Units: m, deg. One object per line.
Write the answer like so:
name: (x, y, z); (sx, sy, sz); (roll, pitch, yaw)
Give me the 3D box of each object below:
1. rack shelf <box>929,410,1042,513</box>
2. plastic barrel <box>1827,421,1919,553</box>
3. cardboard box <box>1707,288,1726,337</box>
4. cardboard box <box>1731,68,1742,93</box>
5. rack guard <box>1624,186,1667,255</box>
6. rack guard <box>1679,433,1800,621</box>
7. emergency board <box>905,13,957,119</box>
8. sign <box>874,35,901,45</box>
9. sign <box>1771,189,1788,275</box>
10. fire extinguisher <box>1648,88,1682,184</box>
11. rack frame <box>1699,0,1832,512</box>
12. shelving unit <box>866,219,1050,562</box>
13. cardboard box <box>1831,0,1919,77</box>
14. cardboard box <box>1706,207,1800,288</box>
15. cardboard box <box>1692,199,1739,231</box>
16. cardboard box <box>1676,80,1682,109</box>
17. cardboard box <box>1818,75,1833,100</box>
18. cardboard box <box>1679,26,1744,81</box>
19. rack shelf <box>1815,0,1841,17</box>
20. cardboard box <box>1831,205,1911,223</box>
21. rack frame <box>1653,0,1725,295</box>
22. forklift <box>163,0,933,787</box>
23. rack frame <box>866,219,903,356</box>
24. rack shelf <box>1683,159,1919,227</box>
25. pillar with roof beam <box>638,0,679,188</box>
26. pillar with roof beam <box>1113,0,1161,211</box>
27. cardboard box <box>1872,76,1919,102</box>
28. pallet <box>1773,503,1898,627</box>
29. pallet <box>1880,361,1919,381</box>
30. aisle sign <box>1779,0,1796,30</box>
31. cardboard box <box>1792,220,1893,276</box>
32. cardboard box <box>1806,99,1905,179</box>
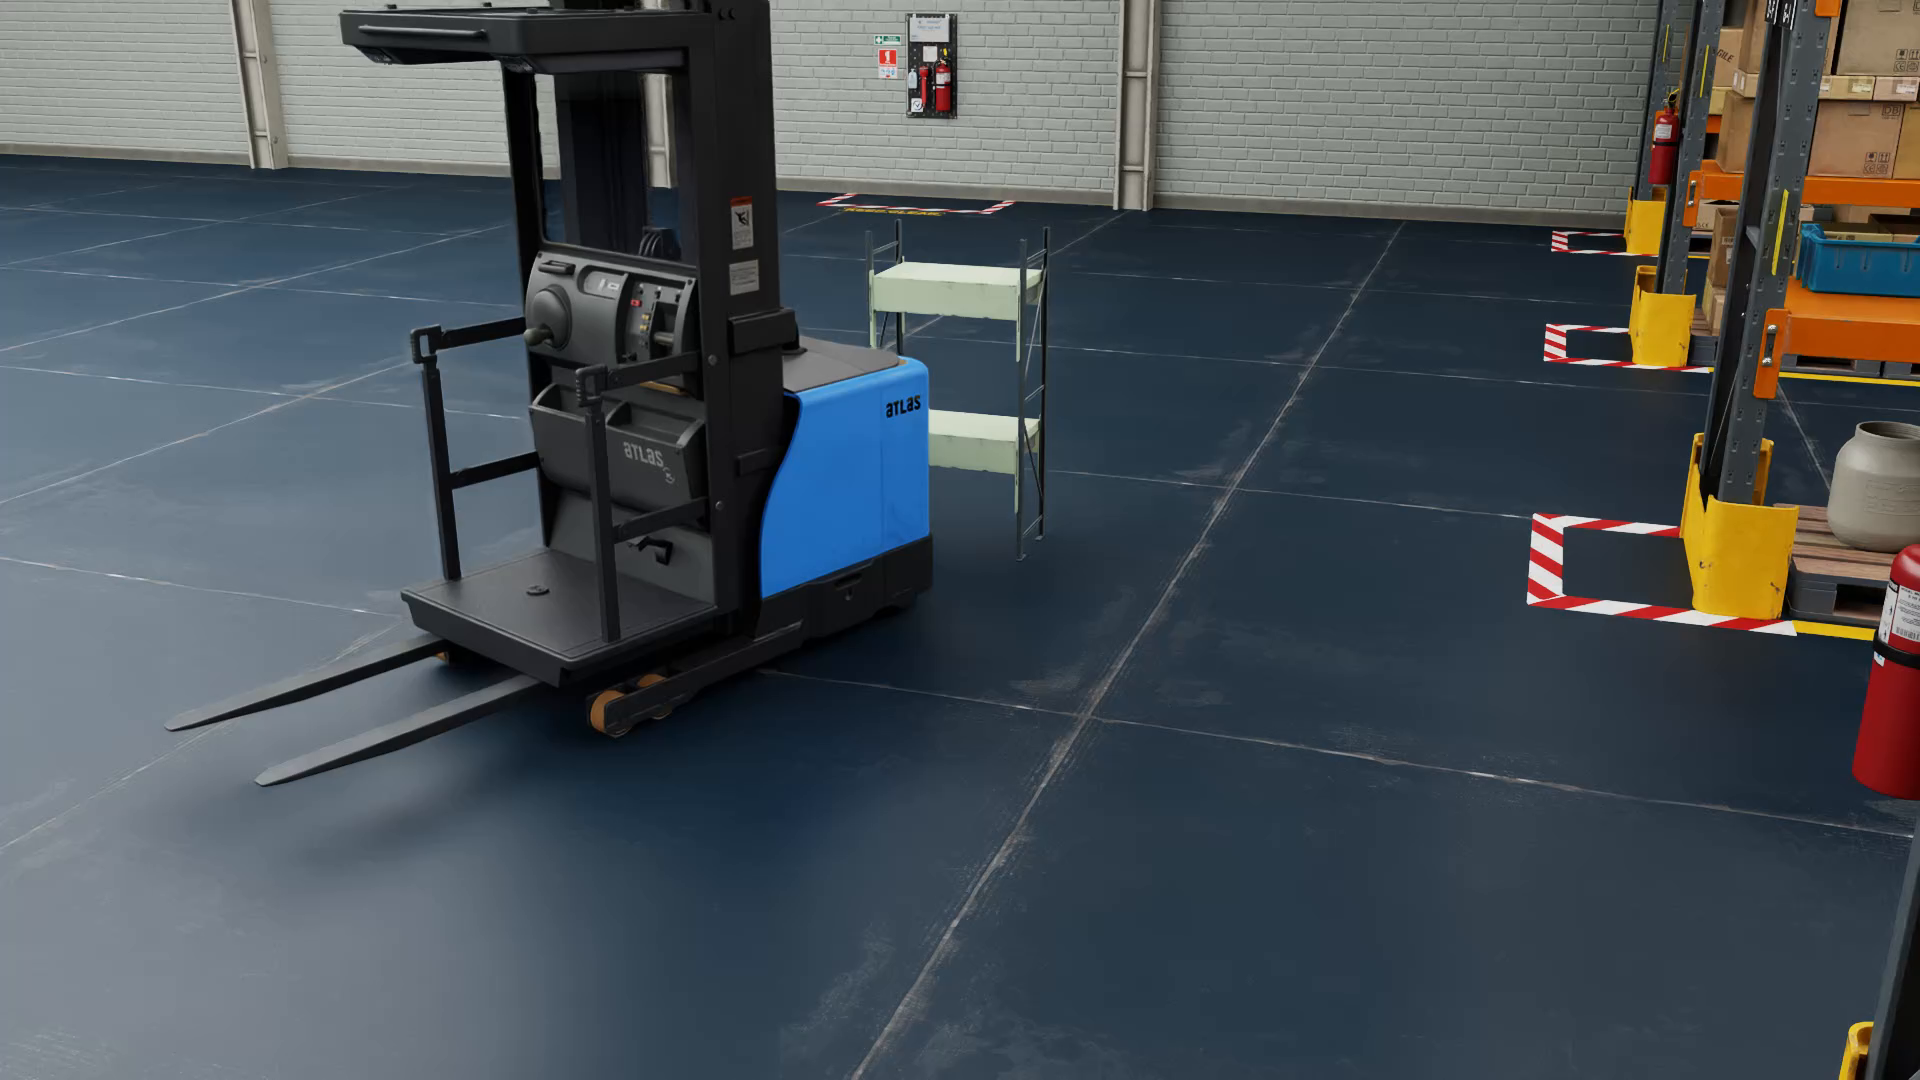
rack shelf: (-0.006, -0.401, 7.939); (0.720, 0.370, 0.431); (7, 20, 18)
plastic barrel: (4.085, -0.237, 7.340); (0.421, 0.512, 0.421); (0, 19, 0)
cardboard box: (5.501, -1.573, 11.571); (0.500, 0.250, 0.500); (7, 20, 18)
cardboard box: (5.491, -3.172, 11.481); (0.250, 0.149, 0.380); (6, 20, 17)
rack guard: (6.761, -3.152, 16.360); (0.348, 0.500, 1.175); (7, 20, 18)
rack guard: (3.525, -0.087, 7.565); (0.348, 0.500, 1.175); (7, 20, 18)
emergency board: (-0.355, -5.461, 19.186); (0.643, 1.169, 0.194); (7, 20, 18)
sign: (-0.842, -5.817, 19.347); (0.331, 0.109, 0.001); (7, 20, 18)
sign: (3.254, -1.221, 6.600); (0.005, 0.325, 0.100); (7, 20, 18)
fire extinguisher: (5.108, -2.921, 12.016); (0.183, 0.674, 0.296); (7, 20, 18)
rack frame: (3.438, -1.260, 7.135); (0.127, 3.000, 1.000); (7, 20, 18)
shelving unit: (-0.006, -0.709, 7.831); (0.755, 1.500, 0.431); (7, 20, 18)
cardboard box: (6.053, -3.345, 10.992); (0.500, 0.500, 0.700); (6, 20, 17)
cardboard box: (5.672, -2.089, 11.911); (0.500, 0.500, 0.500); (7, 20, 18)
cardboard box: (7.313, -3.176, 16.047); (0.500, 0.311, 0.500); (4, 20, 12)
cardboard box: (7.195, -4.289, 16.021); (0.500, 0.250, 0.500); (7, 20, 19)
cardboard box: (5.618, -3.017, 11.036); (0.250, 0.149, 0.380); (6, 20, 17)
cardboard box: (7.204, -4.649, 15.913); (0.500, 0.500, 0.500); (6, 20, 17)
rack shelf: (5.327, -2.121, 6.140); (4.000, 0.370, 1.077); (7, 20, 18)
cardboard box: (8.529, -3.109, 15.568); (0.500, 0.500, 0.700); (5, 20, 15)
rack frame: (5.067, -2.800, 11.552); (0.127, 3.000, 1.000); (7, 20, 18)
forklift: (-1.453, -0.856, 6.079); (1.130, 2.935, 3.031); (16, 25, 38)
rack frame: (-0.352, -0.748, 7.945); (0.023, 1.500, 0.400); (7, 20, 18)
rack shelf: (6.957, -2.244, 11.051); (4.000, 0.370, 1.077); (7, 20, 18)
pillar with roof beam: (-5.114, -7.325, 15.418); (0.400, 9.000, 9.100); (7, 20, 18)
pillar with roof beam: (0.554, -6.677, 13.558); (0.400, 9.000, 9.100); (7, 20, 18)
cardboard box: (6.090, -2.961, 10.877); (0.250, 0.149, 0.380); (6, 20, 17)
pallet: (4.291, 0.139, 7.356); (1.213, 0.211, 1.003); (7, 20, 18)
pallet: (6.952, -1.282, 11.432); (1.213, 0.211, 1.003); (7, 20, 18)
aisle sign: (3.274, -2.405, 6.468); (0.004, 0.787, 0.394); (7, 20, 18)
cardboard box: (5.974, -1.874, 11.294); (0.500, 0.500, 0.500); (7, 20, 18)
cardboard box: (6.002, -2.738, 11.221); (0.500, 0.500, 0.700); (7, 20, 19)
